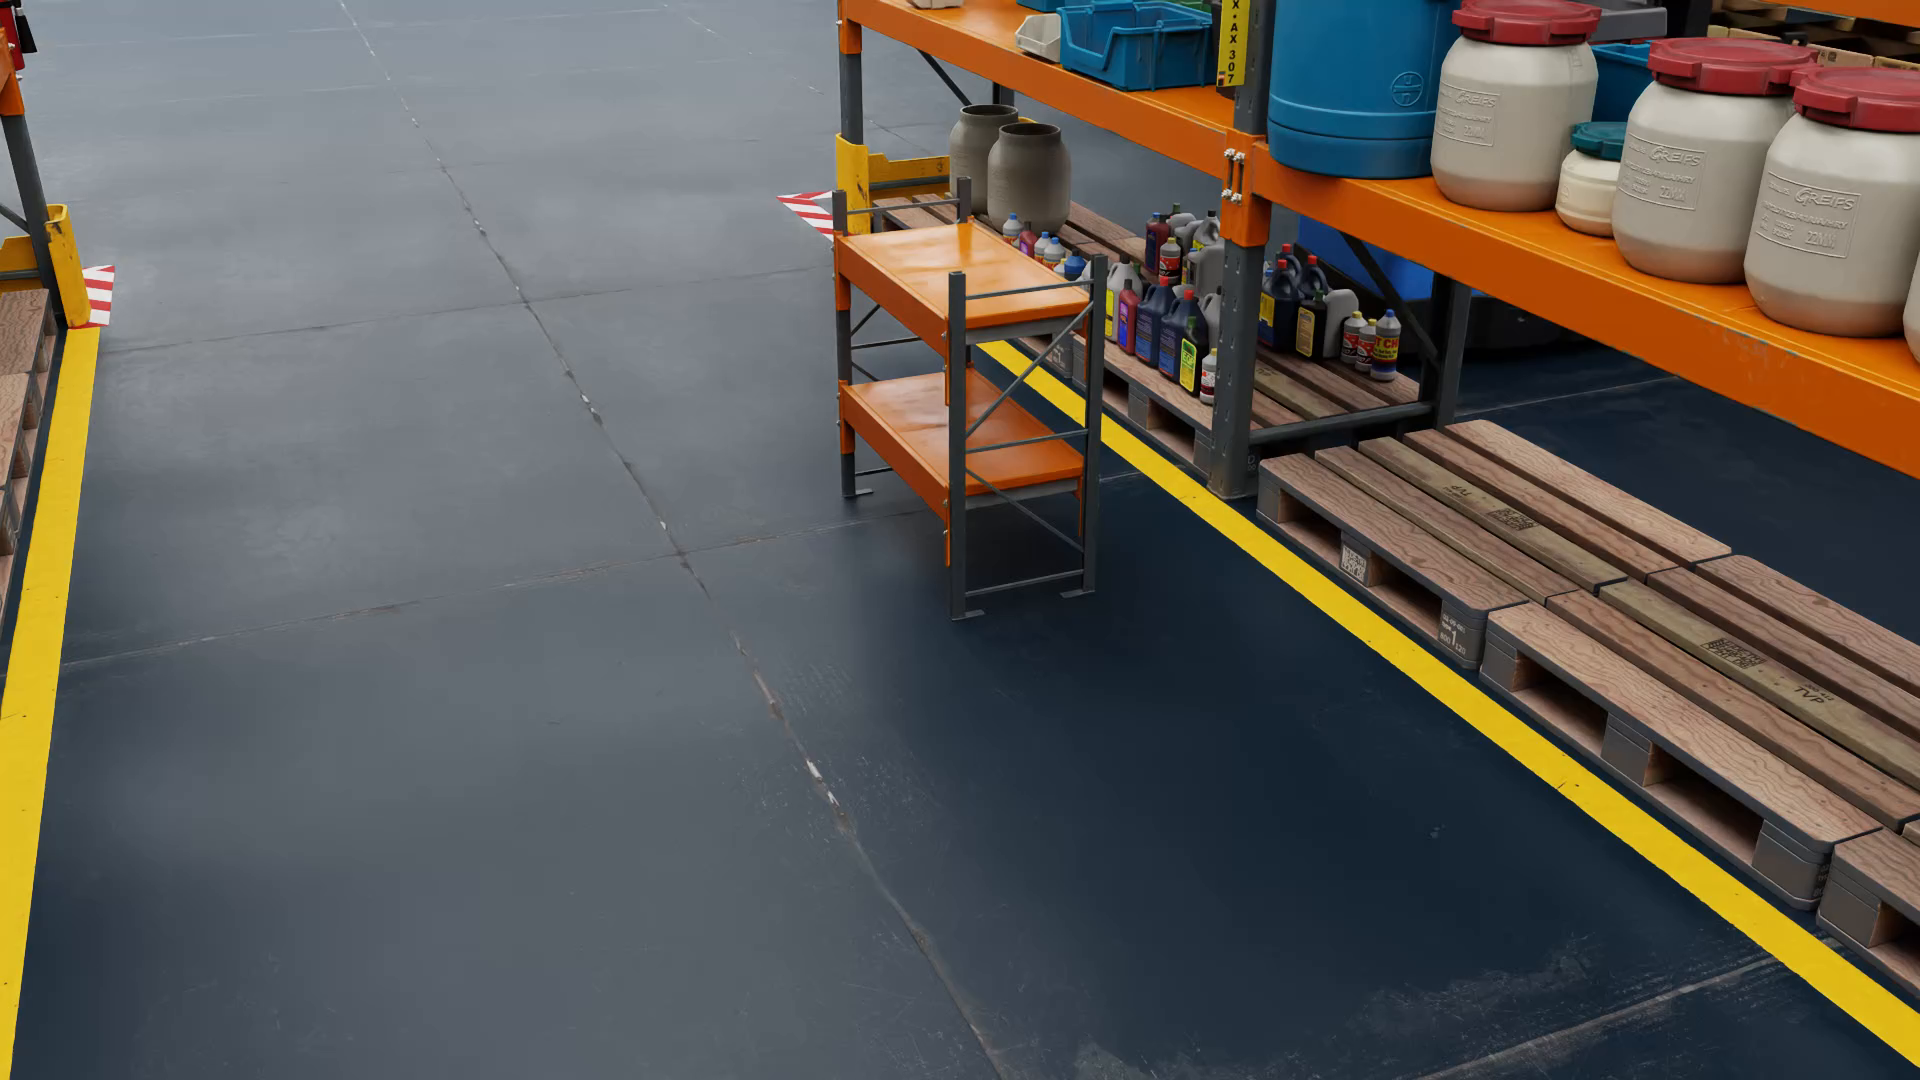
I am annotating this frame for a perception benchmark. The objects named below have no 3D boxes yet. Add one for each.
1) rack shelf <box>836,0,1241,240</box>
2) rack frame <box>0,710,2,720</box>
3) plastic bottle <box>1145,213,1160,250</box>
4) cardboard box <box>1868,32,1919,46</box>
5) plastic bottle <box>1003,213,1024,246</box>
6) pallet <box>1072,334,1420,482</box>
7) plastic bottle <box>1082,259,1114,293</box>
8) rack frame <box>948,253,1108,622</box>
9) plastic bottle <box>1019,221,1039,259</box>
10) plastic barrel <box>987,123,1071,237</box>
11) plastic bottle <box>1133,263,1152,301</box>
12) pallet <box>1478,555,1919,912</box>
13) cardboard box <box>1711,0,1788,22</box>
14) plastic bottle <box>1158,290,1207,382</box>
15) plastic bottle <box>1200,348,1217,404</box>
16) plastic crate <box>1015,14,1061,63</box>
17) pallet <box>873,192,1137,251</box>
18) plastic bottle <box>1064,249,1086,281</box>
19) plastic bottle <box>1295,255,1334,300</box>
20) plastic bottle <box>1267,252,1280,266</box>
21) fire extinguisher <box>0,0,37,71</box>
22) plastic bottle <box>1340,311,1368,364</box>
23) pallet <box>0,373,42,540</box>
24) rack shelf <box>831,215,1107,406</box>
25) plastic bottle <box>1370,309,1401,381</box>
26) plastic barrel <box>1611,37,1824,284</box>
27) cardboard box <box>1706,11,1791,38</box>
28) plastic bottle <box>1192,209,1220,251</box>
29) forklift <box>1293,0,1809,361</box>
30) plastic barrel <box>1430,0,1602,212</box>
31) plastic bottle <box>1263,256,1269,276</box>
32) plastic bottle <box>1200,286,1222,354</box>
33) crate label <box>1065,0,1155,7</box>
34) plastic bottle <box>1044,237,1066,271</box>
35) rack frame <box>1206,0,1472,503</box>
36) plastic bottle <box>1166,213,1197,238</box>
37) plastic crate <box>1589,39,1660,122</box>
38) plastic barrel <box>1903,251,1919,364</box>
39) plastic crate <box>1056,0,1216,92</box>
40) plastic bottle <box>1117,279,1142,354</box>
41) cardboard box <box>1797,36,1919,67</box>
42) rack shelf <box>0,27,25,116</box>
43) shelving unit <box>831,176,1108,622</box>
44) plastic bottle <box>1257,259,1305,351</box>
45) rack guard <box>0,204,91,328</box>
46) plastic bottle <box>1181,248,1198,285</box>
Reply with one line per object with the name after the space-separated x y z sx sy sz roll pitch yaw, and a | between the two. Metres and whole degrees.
0.609 -2.077 7.405 1.077 0.370 4.000 -11 28 -21 | rack shelf
-3.166 -0.742 3.851 1.000 3.000 0.127 -11 28 -21 | rack frame
0.948 -1.482 8.054 0.097 0.201 0.097 0 26 0 | plastic bottle
5.468 -2.579 9.413 0.500 0.500 0.500 -11 28 -21 | cardboard box
0.249 -1.394 7.794 0.097 0.271 0.097 0 26 0 | plastic bottle
1.167 -0.618 6.775 1.003 0.211 1.213 -11 28 -21 | pallet
0.613 -1.051 7.087 0.152 0.276 0.135 -10 28 -20 | plastic bottle
0.202 -0.298 5.077 0.500 1.125 0.032 -11 28 -21 | rack frame
0.320 -1.305 7.598 0.061 0.283 0.133 -10 28 -20 | plastic bottle
0.350 -1.824 8.423 0.421 0.512 0.421 0 26 0 | plastic barrel
0.757 -1.016 7.007 0.061 0.283 0.133 -11 28 -21 | plastic bottle
2.217 0.464 4.560 1.003 0.211 1.213 -11 28 -21 | pallet
4.868 -3.182 10.649 0.500 0.500 0.500 -11 28 -21 | cardboard box
0.874 -0.811 6.509 0.144 0.351 0.185 -11 28 -22 | plastic bottle
0.963 -0.626 6.301 0.097 0.201 0.097 0 26 0 | plastic bottle
0.523 -2.086 6.905 0.530 0.136 0.437 -11 28 -21 | plastic crate
0.212 -1.603 8.793 1.003 0.211 1.213 -11 28 -21 | pallet
0.501 -1.133 7.261 0.097 0.271 0.097 0 26 0 | plastic bottle
1.457 -0.997 6.892 0.144 0.351 0.185 -10 28 -19 | plastic bottle
1.357 -1.117 7.214 0.061 0.283 0.133 -9 28 -18 | plastic bottle
-4.353 -2.447 7.432 0.296 0.674 0.183 -11 28 -21 | fire extinguisher
1.591 -0.819 6.697 0.097 0.201 0.097 0 26 0 | plastic bottle
-3.943 -0.247 6.016 1.003 0.211 1.213 -11 28 -21 | pallet
0.003 -0.766 5.369 0.538 0.278 1.000 -11 28 -21 | rack shelf
1.670 -0.769 6.513 0.097 0.271 0.097 0 26 0 | plastic bottle
1.852 -0.934 4.089 0.433 0.535 0.433 0 26 0 | plastic barrel
4.587 -2.891 10.053 0.500 0.500 0.500 -11 28 -21 | cardboard box
1.144 -1.320 7.553 0.144 0.351 0.185 -9 28 -18 | plastic bottle
3.174 -2.431 7.388 3.031 2.935 1.130 -6 27 -12 | forklift
1.565 -1.230 4.696 0.433 0.535 0.433 0 26 0 | plastic barrel
1.292 -1.091 7.174 0.097 0.271 0.097 0 26 0 | plastic bottle
1.007 -0.835 6.560 0.144 0.351 0.185 -11 28 -21 | plastic bottle
0.795 -2.527 7.467 0.502 0.435 0.616 -11 28 -21 | crate label
0.422 -1.215 7.428 0.097 0.271 0.097 0 26 0 | plastic bottle
1.392 -1.593 5.594 1.000 3.000 0.127 -11 28 -21 | rack frame
1.021 -1.409 7.820 0.152 0.276 0.135 -10 28 -20 | plastic bottle
2.110 -1.194 4.795 0.392 0.384 0.575 -11 28 -21 | plastic crate
2.194 -0.577 3.385 0.421 0.512 0.421 0 26 0 | plastic barrel
0.709 -1.926 6.446 0.499 0.251 0.616 -11 28 -21 | plastic crate
0.697 -0.917 6.803 0.061 0.283 0.133 -9 27 -17 | plastic bottle
4.975 -2.487 9.225 0.500 0.500 0.500 -11 28 -21 | cardboard box
-3.949 -1.226 5.662 1.077 0.370 4.000 -11 28 -21 | rack shelf
0.003 -0.503 5.498 0.538 1.125 1.048 -11 28 -21 | shelving unit
1.325 -0.973 6.841 0.144 0.351 0.185 -11 28 -21 | plastic bottle
-4.702 -1.203 7.644 1.175 0.500 0.348 -11 28 -21 | rack guard
1.050 -1.215 7.507 0.097 0.201 0.097 0 26 0 | plastic bottle
